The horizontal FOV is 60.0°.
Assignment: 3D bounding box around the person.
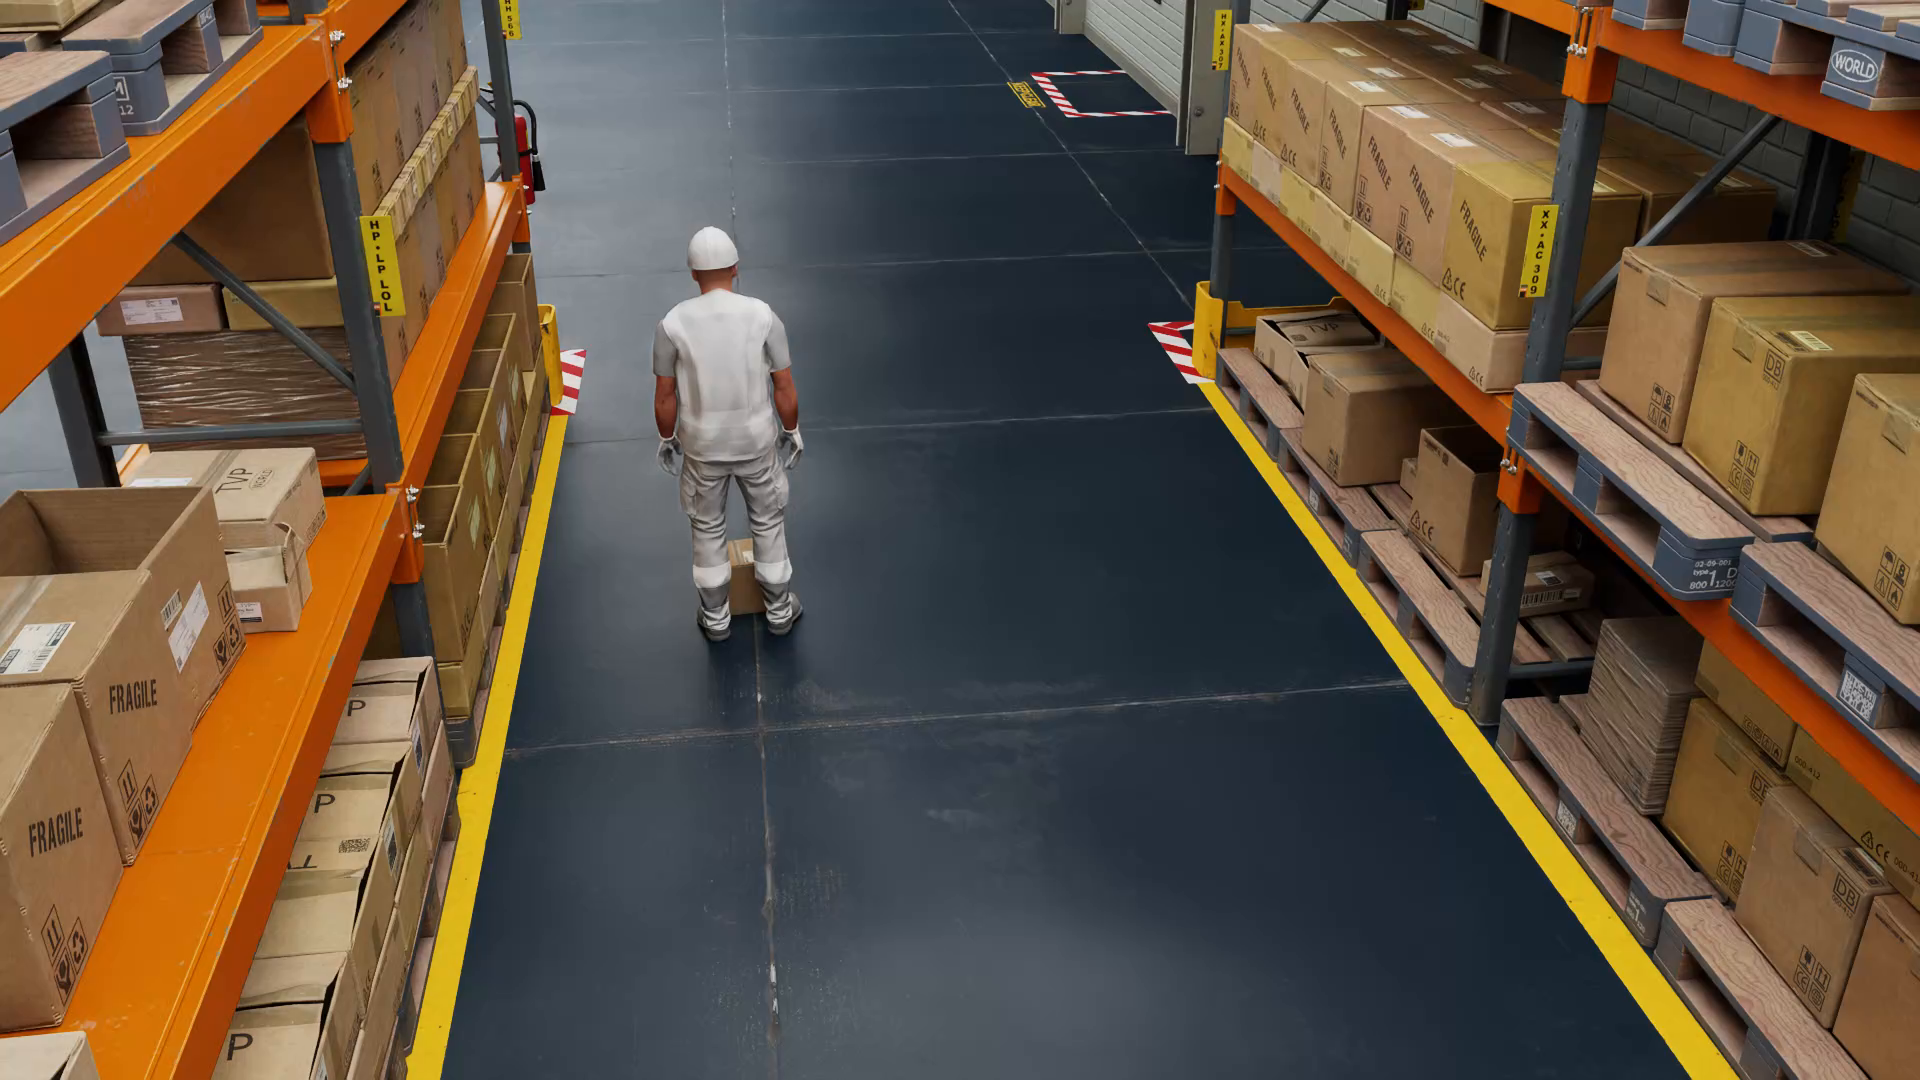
[{"bbox_3d":[-0.956,-0.412,6.911,0.609,1.779,0.449,-3,27,-7],"label":"person"}]
